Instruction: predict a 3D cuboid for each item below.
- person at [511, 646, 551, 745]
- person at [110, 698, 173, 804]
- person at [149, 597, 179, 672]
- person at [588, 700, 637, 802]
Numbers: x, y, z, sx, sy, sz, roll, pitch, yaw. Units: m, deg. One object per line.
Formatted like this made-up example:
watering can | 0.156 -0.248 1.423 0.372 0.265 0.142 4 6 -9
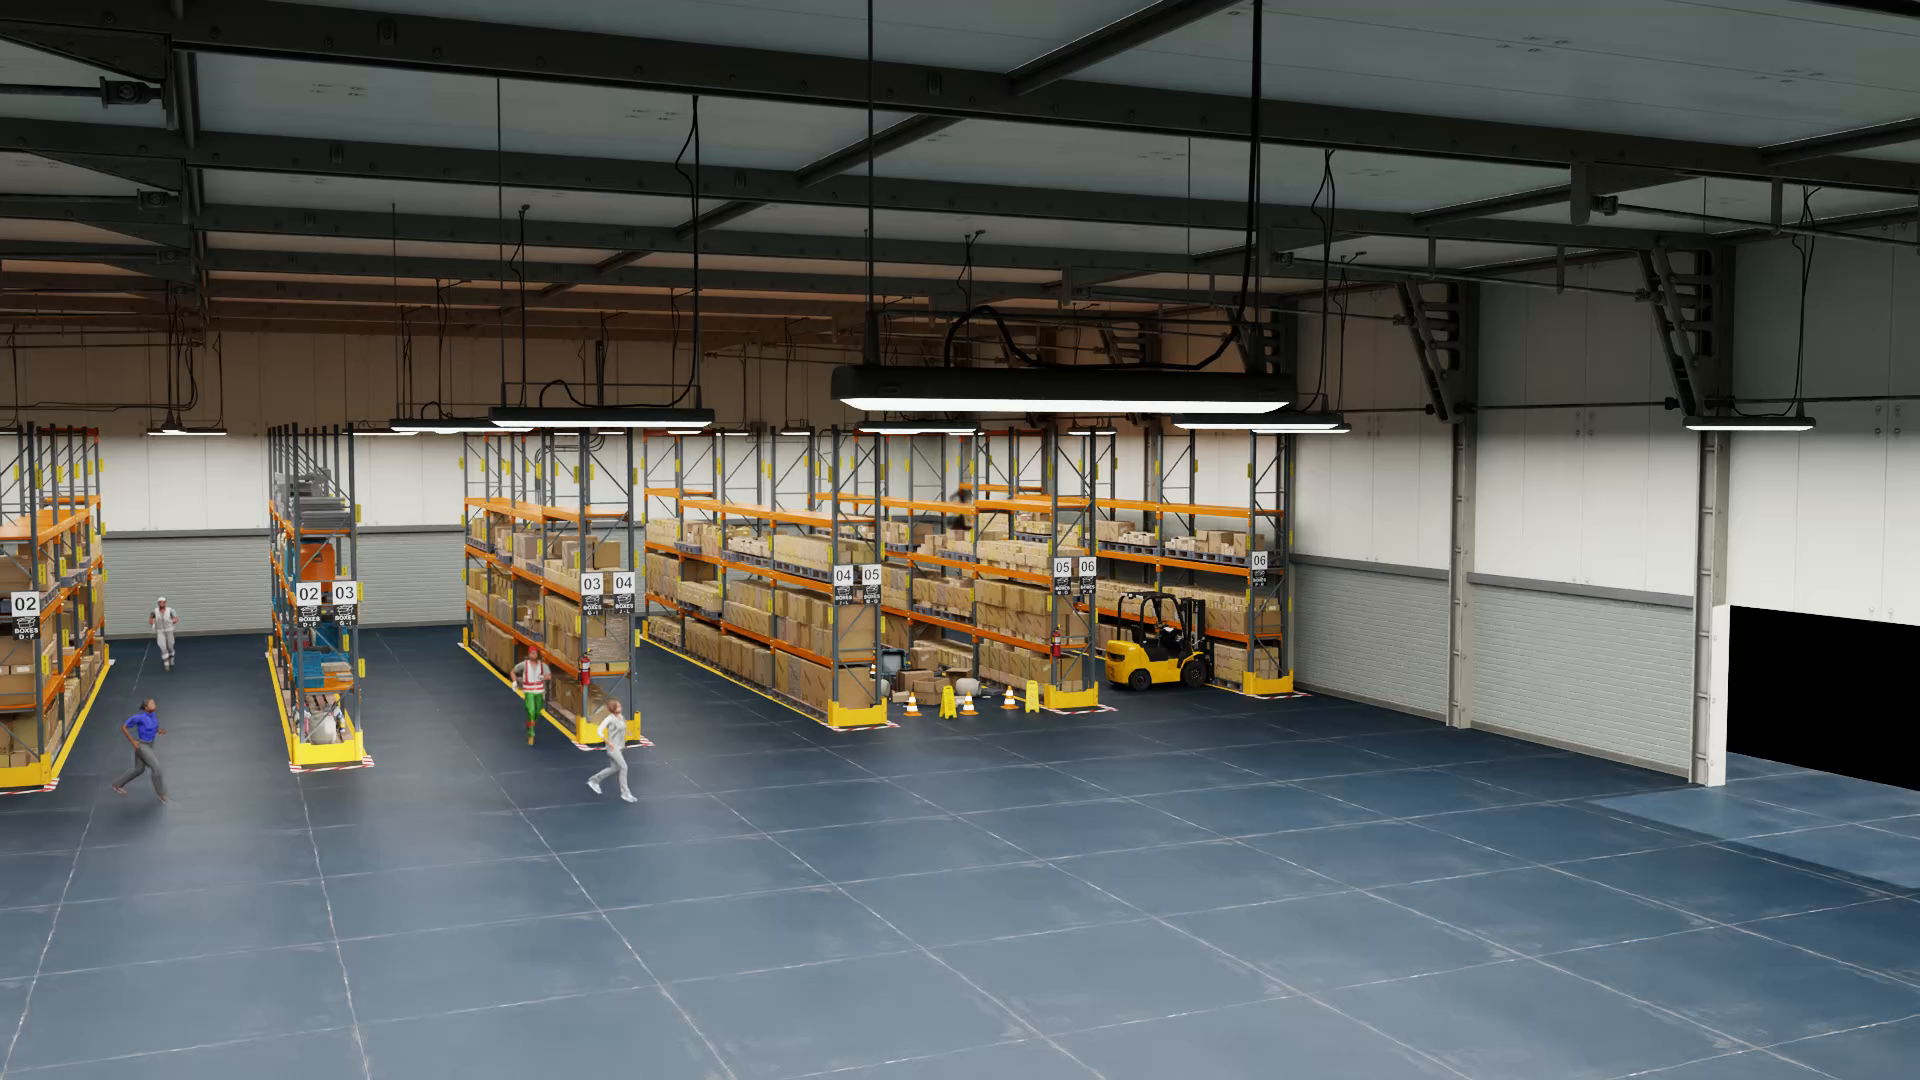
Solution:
person | -8.070 2.921 31.380 0.695 1.838 0.713 -2 4 -33
person | -12.861 3.330 26.121 0.988 1.700 0.527 0 4 -6
person | -19.697 2.309 41.168 0.658 1.807 0.881 -2 4 -25
person | -5.485 3.318 26.290 0.803 1.606 0.526 1 4 10
